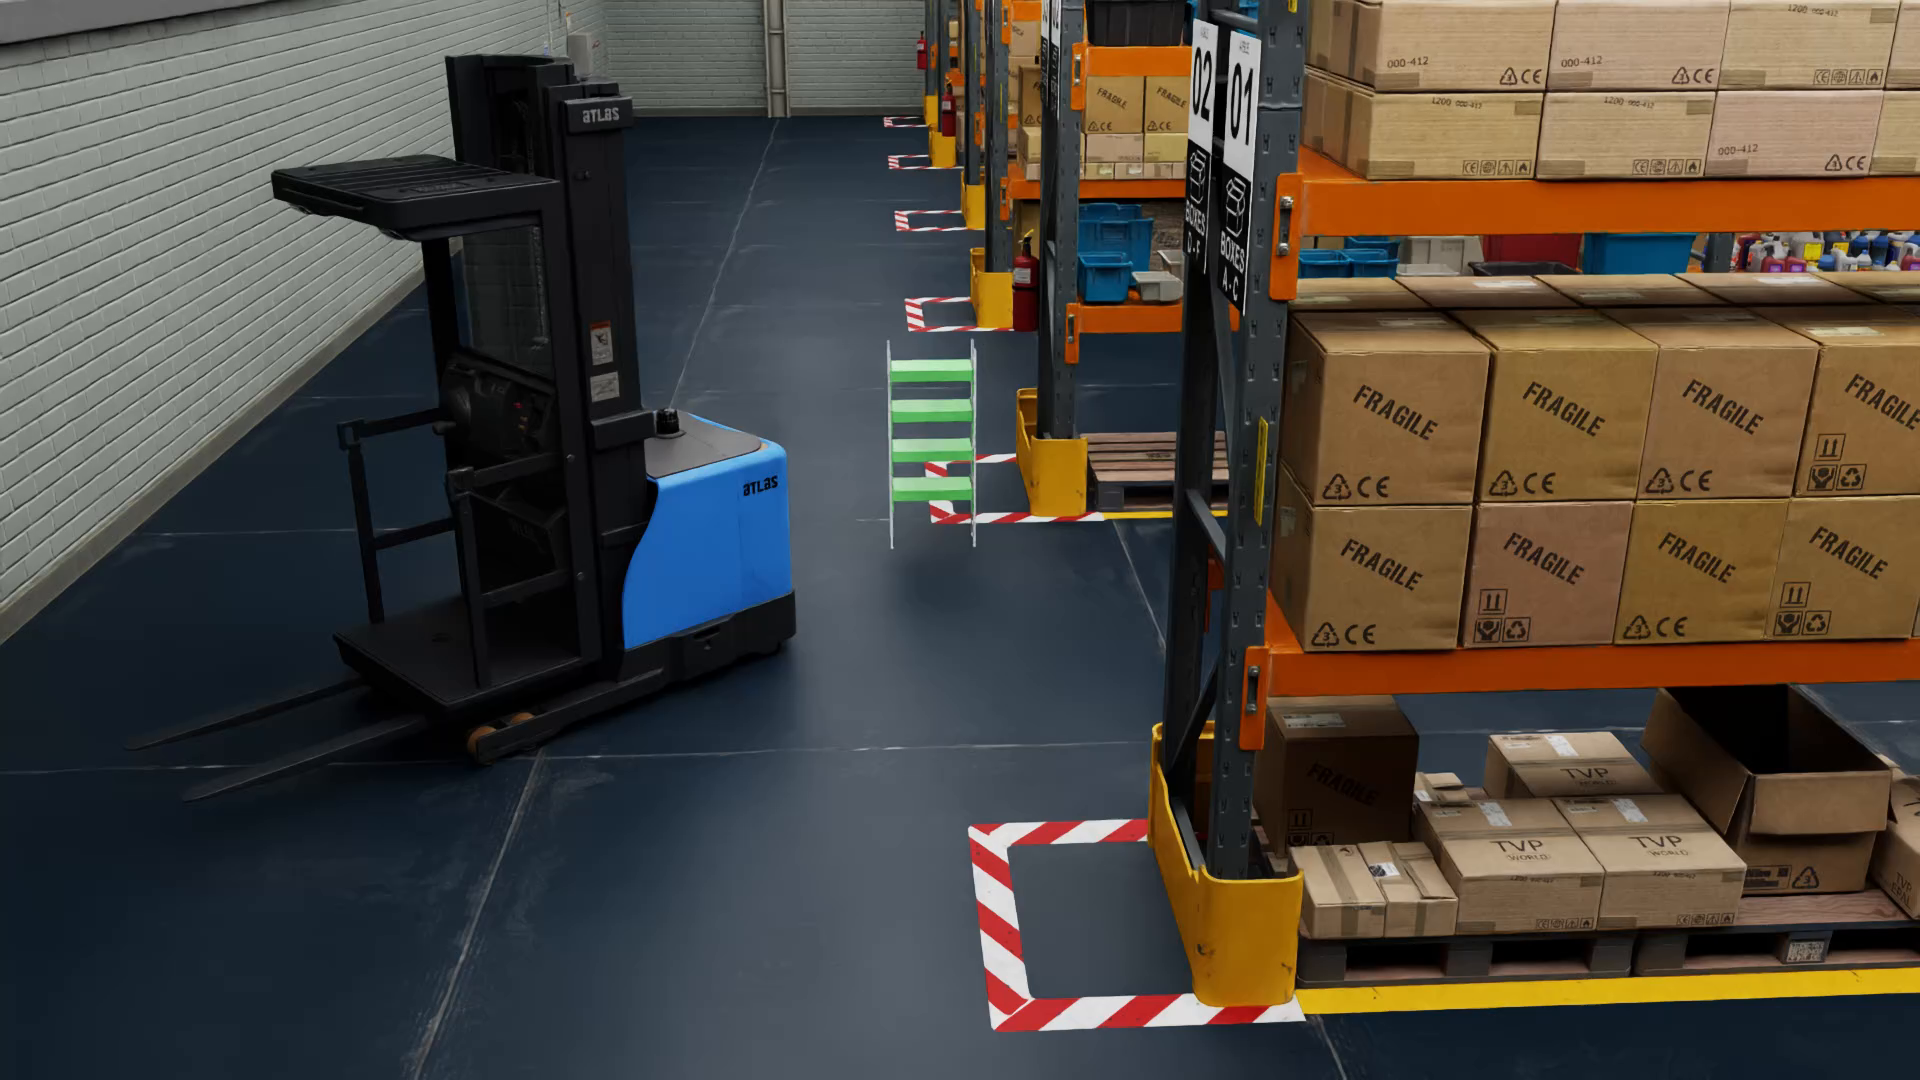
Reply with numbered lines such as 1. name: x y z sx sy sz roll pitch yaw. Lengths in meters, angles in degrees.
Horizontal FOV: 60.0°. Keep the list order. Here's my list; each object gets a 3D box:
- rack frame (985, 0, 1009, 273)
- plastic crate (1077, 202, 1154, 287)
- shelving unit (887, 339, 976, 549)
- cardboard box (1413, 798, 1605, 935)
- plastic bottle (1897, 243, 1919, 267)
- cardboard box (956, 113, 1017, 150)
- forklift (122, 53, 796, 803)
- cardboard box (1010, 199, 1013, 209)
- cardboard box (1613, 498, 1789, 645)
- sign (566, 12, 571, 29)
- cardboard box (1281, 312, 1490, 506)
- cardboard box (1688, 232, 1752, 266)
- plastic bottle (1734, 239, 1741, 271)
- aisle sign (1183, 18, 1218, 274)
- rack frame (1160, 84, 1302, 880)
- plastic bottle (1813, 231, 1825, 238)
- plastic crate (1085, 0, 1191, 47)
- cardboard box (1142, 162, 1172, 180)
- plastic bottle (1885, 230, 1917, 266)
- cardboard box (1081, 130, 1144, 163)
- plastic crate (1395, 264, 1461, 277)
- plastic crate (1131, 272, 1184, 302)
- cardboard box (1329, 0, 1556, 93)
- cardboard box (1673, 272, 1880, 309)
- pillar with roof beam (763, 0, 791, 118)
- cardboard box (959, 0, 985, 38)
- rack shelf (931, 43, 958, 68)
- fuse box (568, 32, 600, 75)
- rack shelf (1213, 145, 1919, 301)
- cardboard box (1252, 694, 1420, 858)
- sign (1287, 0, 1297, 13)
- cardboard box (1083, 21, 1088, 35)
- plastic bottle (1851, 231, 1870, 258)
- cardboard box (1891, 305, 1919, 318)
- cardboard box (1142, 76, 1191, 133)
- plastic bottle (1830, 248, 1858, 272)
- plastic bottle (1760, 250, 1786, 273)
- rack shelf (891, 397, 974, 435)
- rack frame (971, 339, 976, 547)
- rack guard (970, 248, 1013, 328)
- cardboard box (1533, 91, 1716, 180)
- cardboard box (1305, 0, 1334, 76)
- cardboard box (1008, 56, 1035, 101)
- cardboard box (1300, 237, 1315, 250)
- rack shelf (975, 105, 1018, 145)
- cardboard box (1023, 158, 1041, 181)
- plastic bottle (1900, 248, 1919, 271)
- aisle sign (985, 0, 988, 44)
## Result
1. rack frame: 0.325 -3.518 14.989 0.127 3.000 1.000 -1 21 -3
2. plastic crate: 0.931 -1.877 10.543 0.499 0.435 0.616 -1 21 -3
3. shelving unit: -0.165 -0.557 9.742 0.503 1.200 0.258 -1 21 -3
4. cardboard box: 1.945 1.160 5.948 0.500 0.250 0.500 -1 21 -3
5. plastic bottle: 6.001 -1.729 10.464 0.135 0.276 0.152 -1 21 -3
6. cardboard box: 0.413 -6.086 24.745 0.875 0.438 0.875 -2 21 -5
7. forklift: -2.240 -0.583 7.377 3.031 2.935 1.130 -19 28 -41
8. cardboard box: 0.684 -4.043 19.784 0.250 0.149 0.380 -1 21 -2
9. cardboard box: 2.361 0.017 5.563 0.500 0.500 0.500 -1 21 -3
10. sign: -6.047 -8.027 25.671 0.001 0.242 0.339 -1 21 -3
11. cardboard box: 1.345 -0.428 5.328 0.500 0.500 0.500 -1 21 -1
12. cardboard box: 6.732 -2.862 15.662 0.875 0.875 1.225 -1 21 -3
13. plastic bottle: 5.091 -1.882 10.971 0.097 0.201 0.097 0 21 0
14. aisle sign: 0.801 -1.321 5.566 0.004 0.787 0.394 -1 21 -3
15. rack frame: 0.887 0.001 5.746 0.127 3.000 1.000 -1 21 -3
16. plastic bottle: 5.685 -1.956 10.955 0.185 0.351 0.144 -1 21 -3
17. plastic crate: 1.008 -3.008 9.618 0.590 0.269 0.497 -1 21 -3
18. cardboard box: 1.724 -3.312 14.802 0.250 0.149 0.380 -2 21 -4
19. plastic bottle: 6.210 -1.930 10.992 0.135 0.276 0.152 -1 21 -3
20. cardboard box: 1.338 -3.514 14.771 0.500 0.250 0.500 -1 21 -4
21. plastic crate: 2.880 -1.603 10.244 0.466 0.136 0.293 -1 21 -3
22. plastic crate: 1.198 -1.529 10.050 0.298 0.136 0.250 -1 21 -3
23. cardboard box: 1.415 -1.482 4.935 0.500 0.250 0.500 -1 21 -3
24. cardboard box: 2.850 -0.653 5.918 0.500 0.500 0.500 -1 21 -1
25. pillar with roof beam: -3.025 -10.342 24.480 0.400 9.000 9.100 -1 21 -3
26. cardboard box: 0.255 -7.461 23.800 0.500 0.500 0.500 -2 21 -4
27. rack shelf: 1.469 -8.506 29.102 4.000 0.370 1.077 -1 21 -3
28. fuse box: -5.843 -7.063 26.110 0.414 1.711 0.539 -1 21 -3
29. rack shelf: 2.884 -1.105 5.447 4.000 0.370 1.077 -1 21 -3
30. cardboard box: 1.416 0.865 6.372 0.500 0.500 0.500 -1 21 -3
31. sign: 0.918 -1.617 4.551 0.005 0.325 0.100 -1 21 -3
32. cardboard box: 1.630 -5.865 19.190 0.500 0.500 0.500 -2 21 -4
33. plastic bottle: 5.870 -1.876 10.858 0.097 0.271 0.097 0 21 0
34. cardboard box: 3.376 -0.471 5.439 0.500 0.500 0.500 -1 21 -3
35. cardboard box: 1.836 -3.874 14.663 0.500 0.500 0.500 -2 21 -5
36. plastic bottle: 5.451 -1.664 10.292 0.135 0.276 0.152 -1 21 -3
37. plastic bottle: 4.992 -1.641 10.224 0.133 0.283 0.061 -1 21 -3
38. rack shelf: -0.165 -0.722 9.679 0.480 0.148 0.258 -1 21 -3
39. rack frame: 0.078 -0.562 9.755 0.015 1.200 0.240 -1 21 -3
40. rack guard: 0.301 -2.350 15.433 0.348 0.500 1.175 -1 21 -3
41. cardboard box: 1.914 -1.257 5.044 0.500 0.250 0.500 -1 21 -3
42. cardboard box: 1.385 -1.666 5.416 0.500 0.250 0.500 -1 21 -3
43. cardboard box: 0.607 -5.379 19.318 0.500 0.500 0.500 0 21 0
44. cardboard box: 2.757 -2.799 15.498 0.875 0.875 0.875 -1 21 -3
45. rack shelf: 2.140 -4.987 19.857 4.000 0.370 1.077 -1 21 -3
46. cardboard box: 0.698 -3.291 14.745 0.250 0.149 0.380 -1 21 -2
47. plastic bottle: 5.878 -1.659 10.271 0.133 0.283 0.061 -1 21 -3
48. aisle sign: 0.236 -4.838 14.803 0.004 0.787 0.394 -1 21 -3
